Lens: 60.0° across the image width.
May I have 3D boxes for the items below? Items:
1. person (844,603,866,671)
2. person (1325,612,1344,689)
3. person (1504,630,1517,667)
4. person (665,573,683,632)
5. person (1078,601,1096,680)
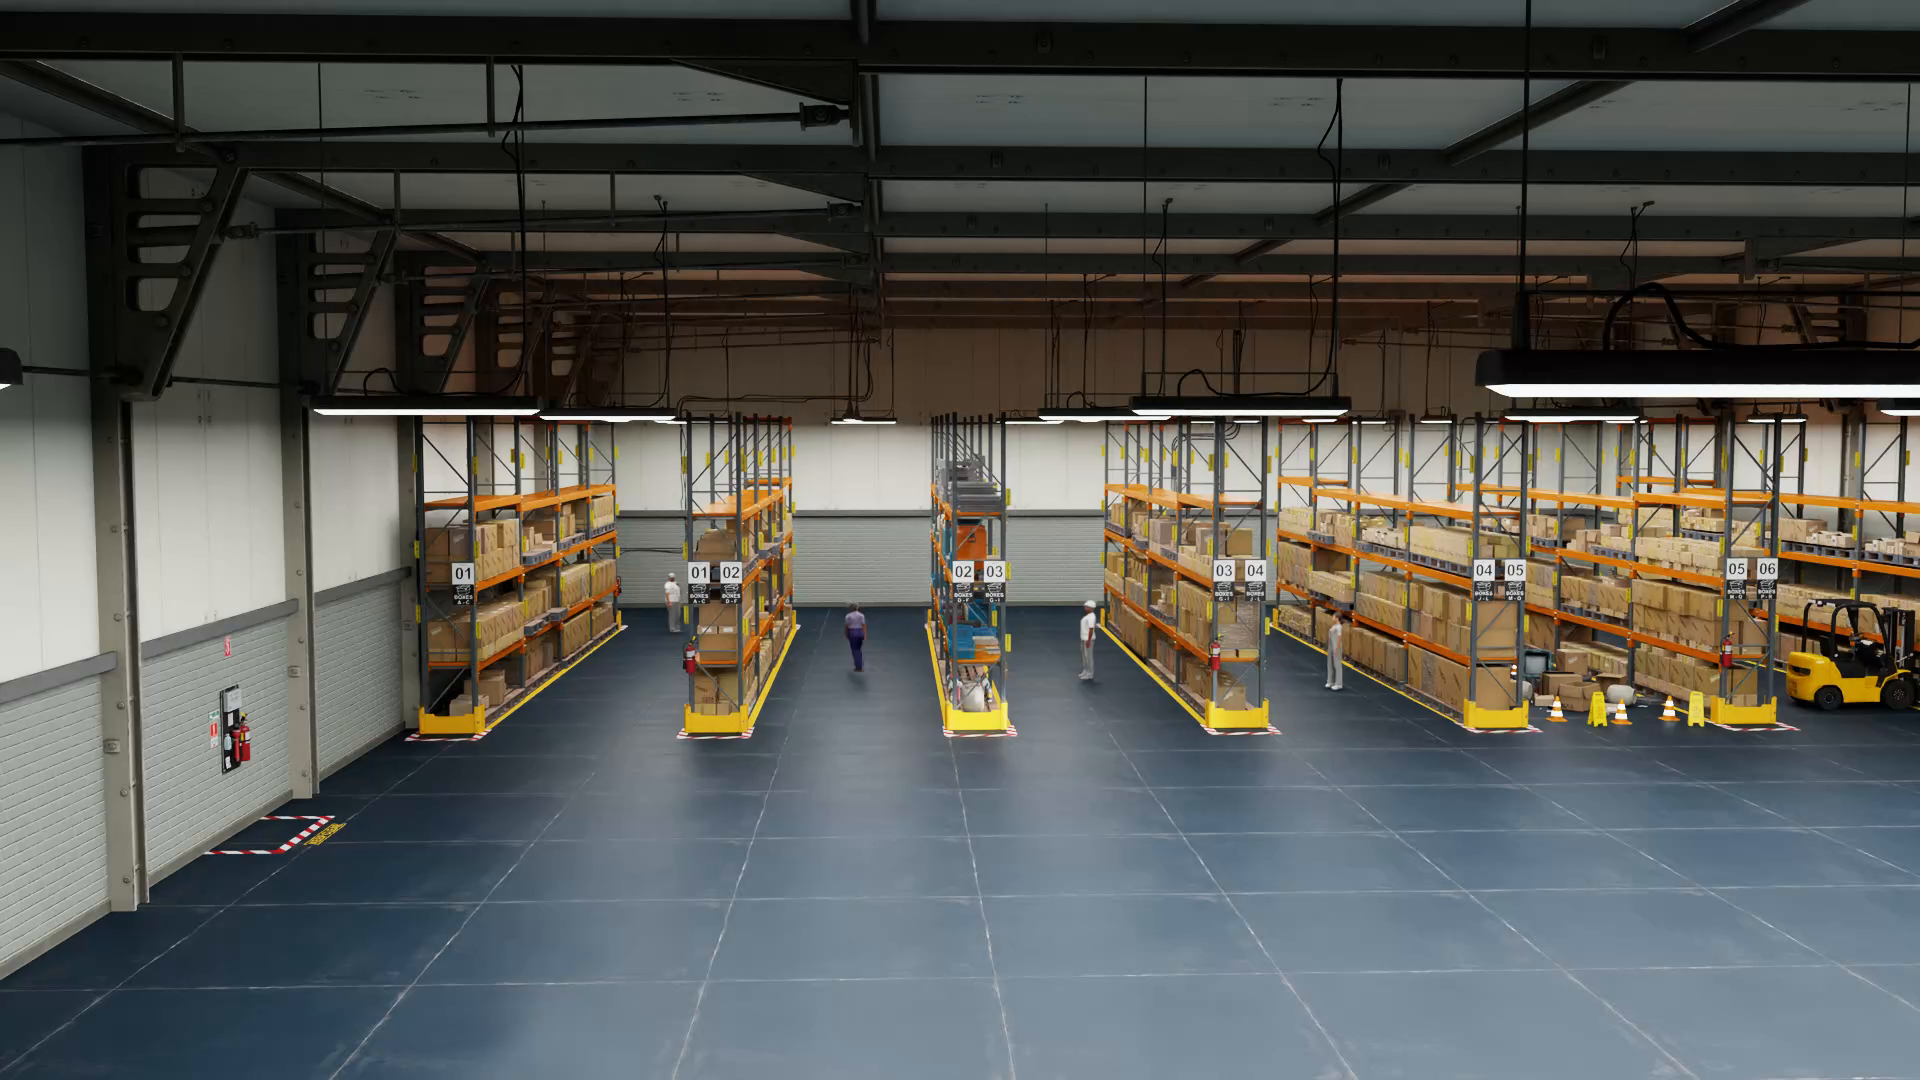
[{"bbox_3d":[-2.450,2.292,38.774,0.542,1.677,0.600,-4,5,-42],"label":"person"},{"bbox_3d":[8.204,2.407,36.374,0.376,1.676,0.483,-1,4,-19],"label":"person"},{"bbox_3d":[13.043,2.190,39.446,0.563,1.700,0.738,-1,4,-14],"label":"person"},{"bbox_3d":[-7.968,1.772,46.373,0.416,1.717,0.556,1,4,8],"label":"person"},{"bbox_3d":[2.890,2.254,37.719,0.433,1.770,0.627,-1,4,-13],"label":"person"}]
